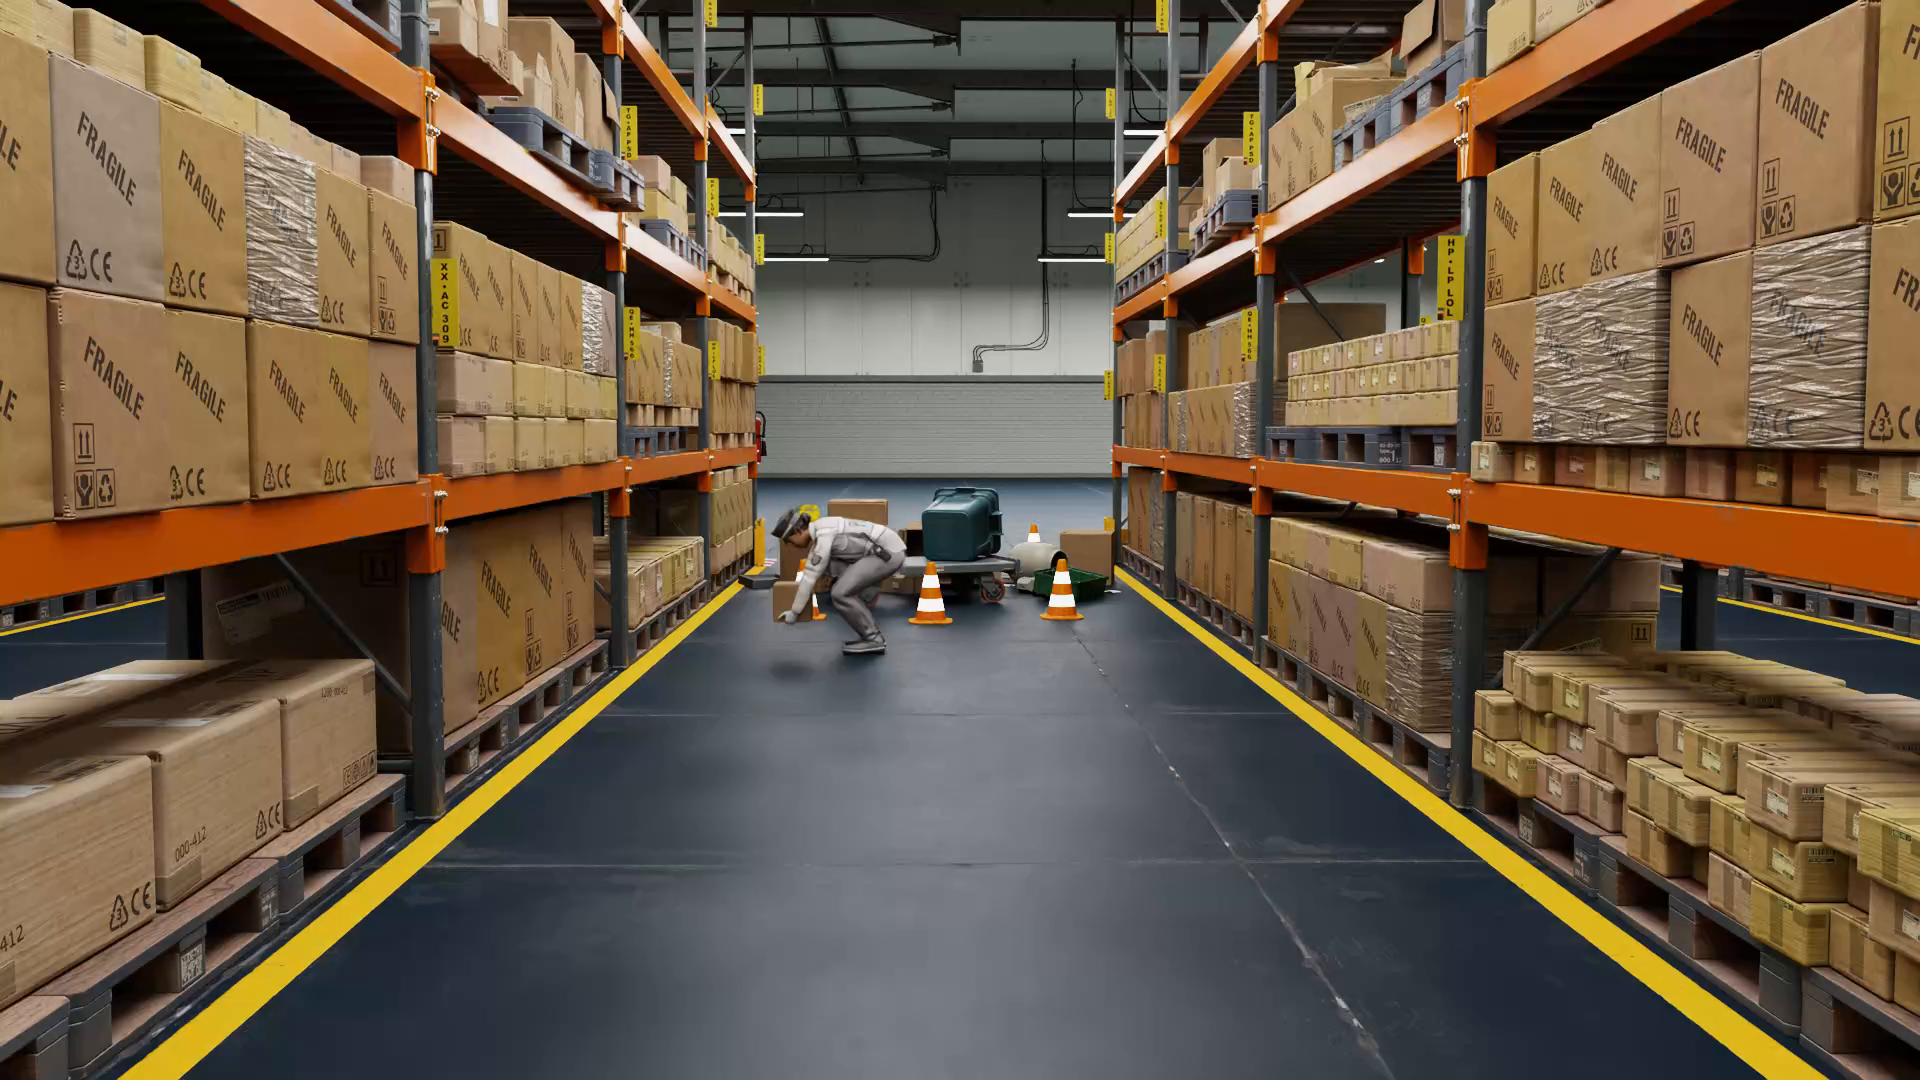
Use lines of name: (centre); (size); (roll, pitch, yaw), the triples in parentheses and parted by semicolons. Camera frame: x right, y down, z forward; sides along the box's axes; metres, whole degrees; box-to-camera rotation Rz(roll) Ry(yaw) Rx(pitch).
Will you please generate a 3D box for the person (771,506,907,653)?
person: (-0.814, 0.263, 11.190); (0.915, 0.983, 0.467); (0, 4, -4)
